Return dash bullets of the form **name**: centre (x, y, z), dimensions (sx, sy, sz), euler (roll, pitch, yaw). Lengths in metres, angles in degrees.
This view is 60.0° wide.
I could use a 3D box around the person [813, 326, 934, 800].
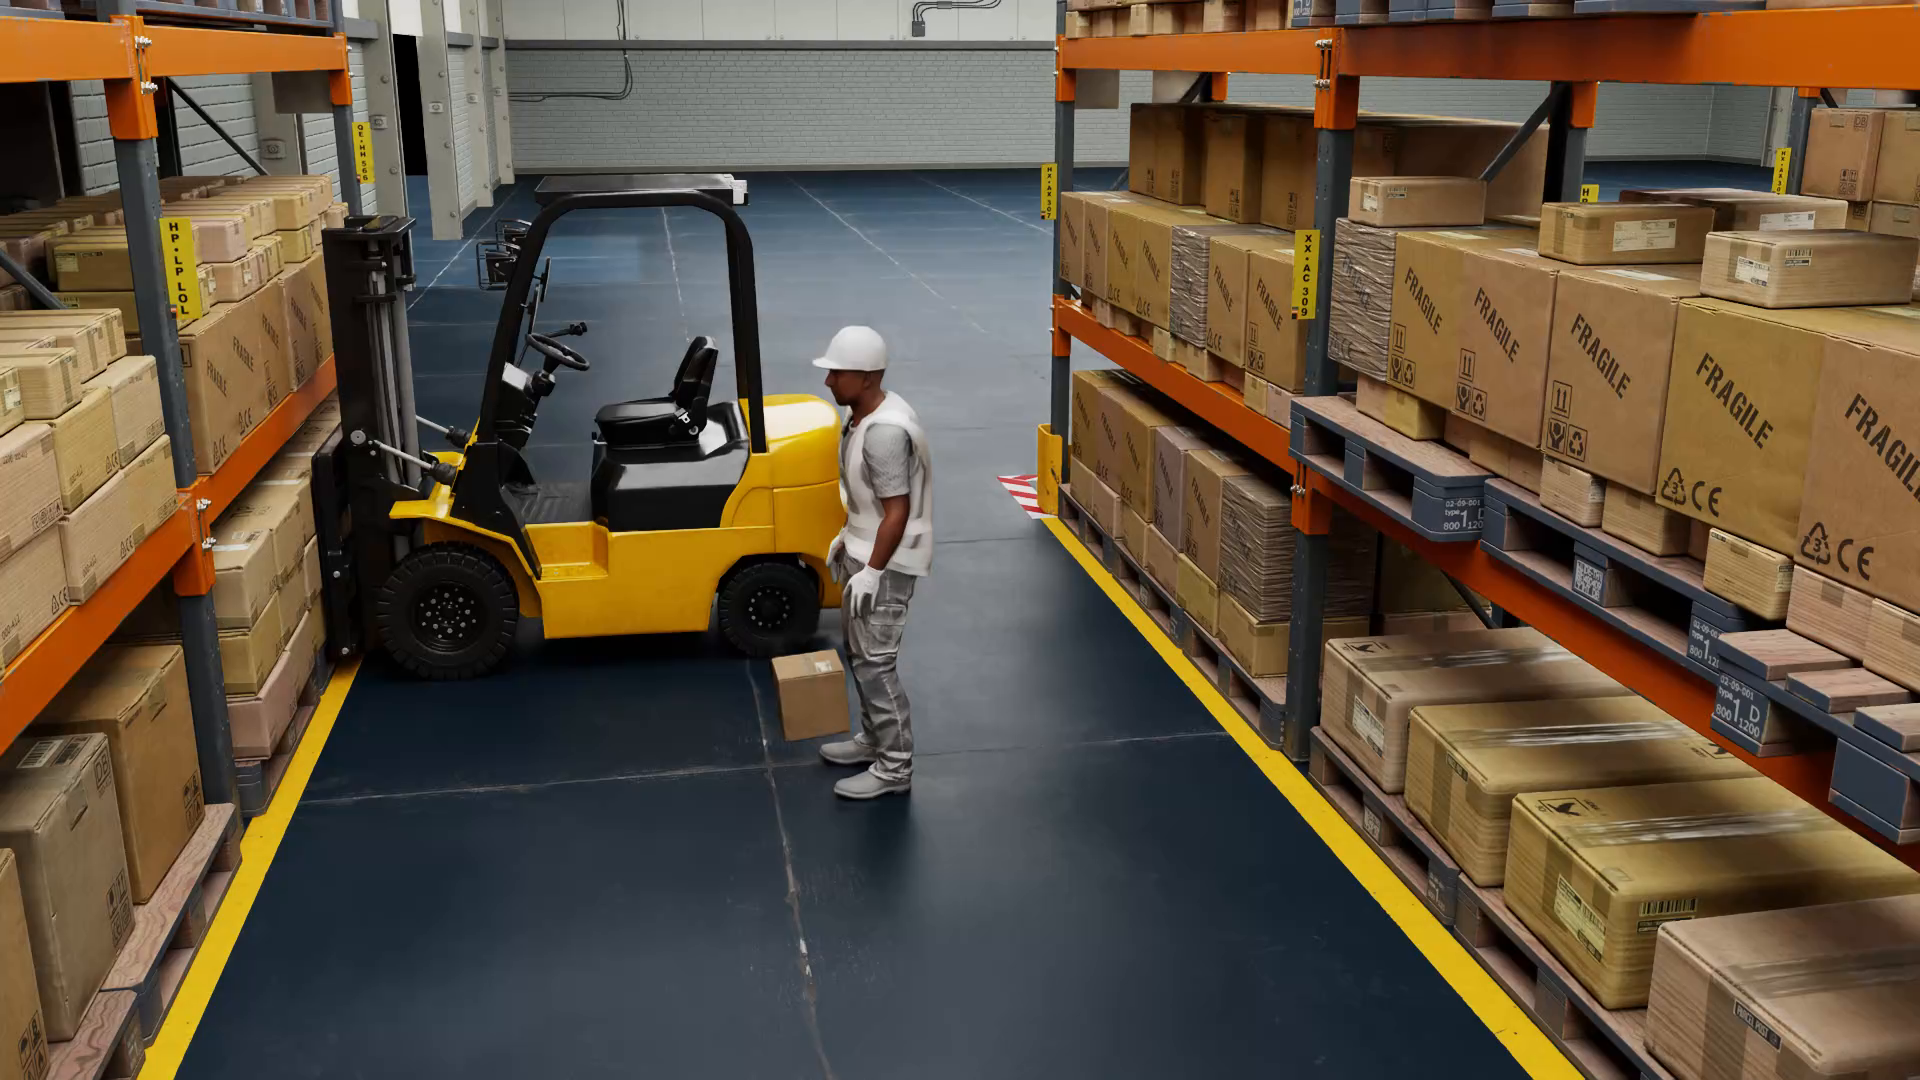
- **person**: centre (-0.324, 0.080, 6.232), dimensions (0.426, 1.778, 0.584), euler (-4, 17, -12)
